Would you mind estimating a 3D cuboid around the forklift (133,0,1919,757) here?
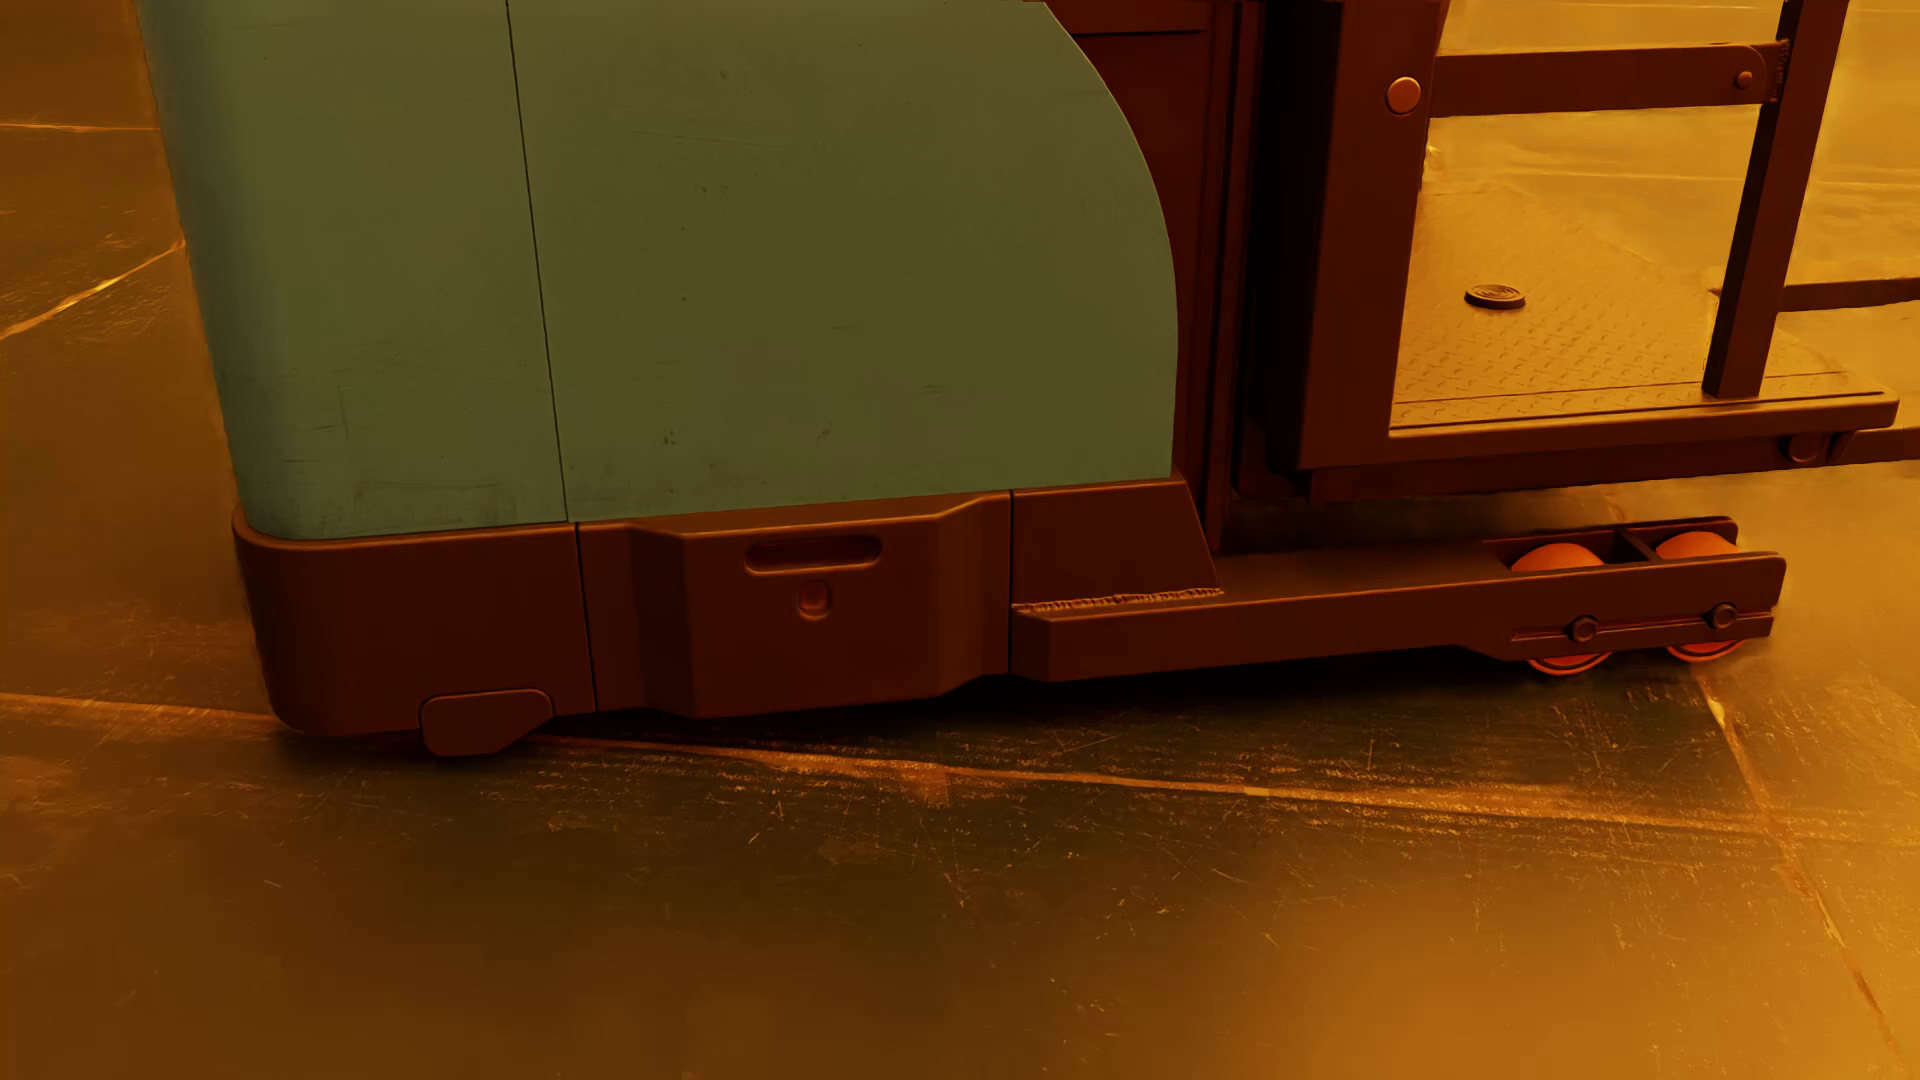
[{"bbox_3d":[0.603,-1.365,1.954,3.031,2.935,1.130,-5,27,-9],"label":"forklift"}]
